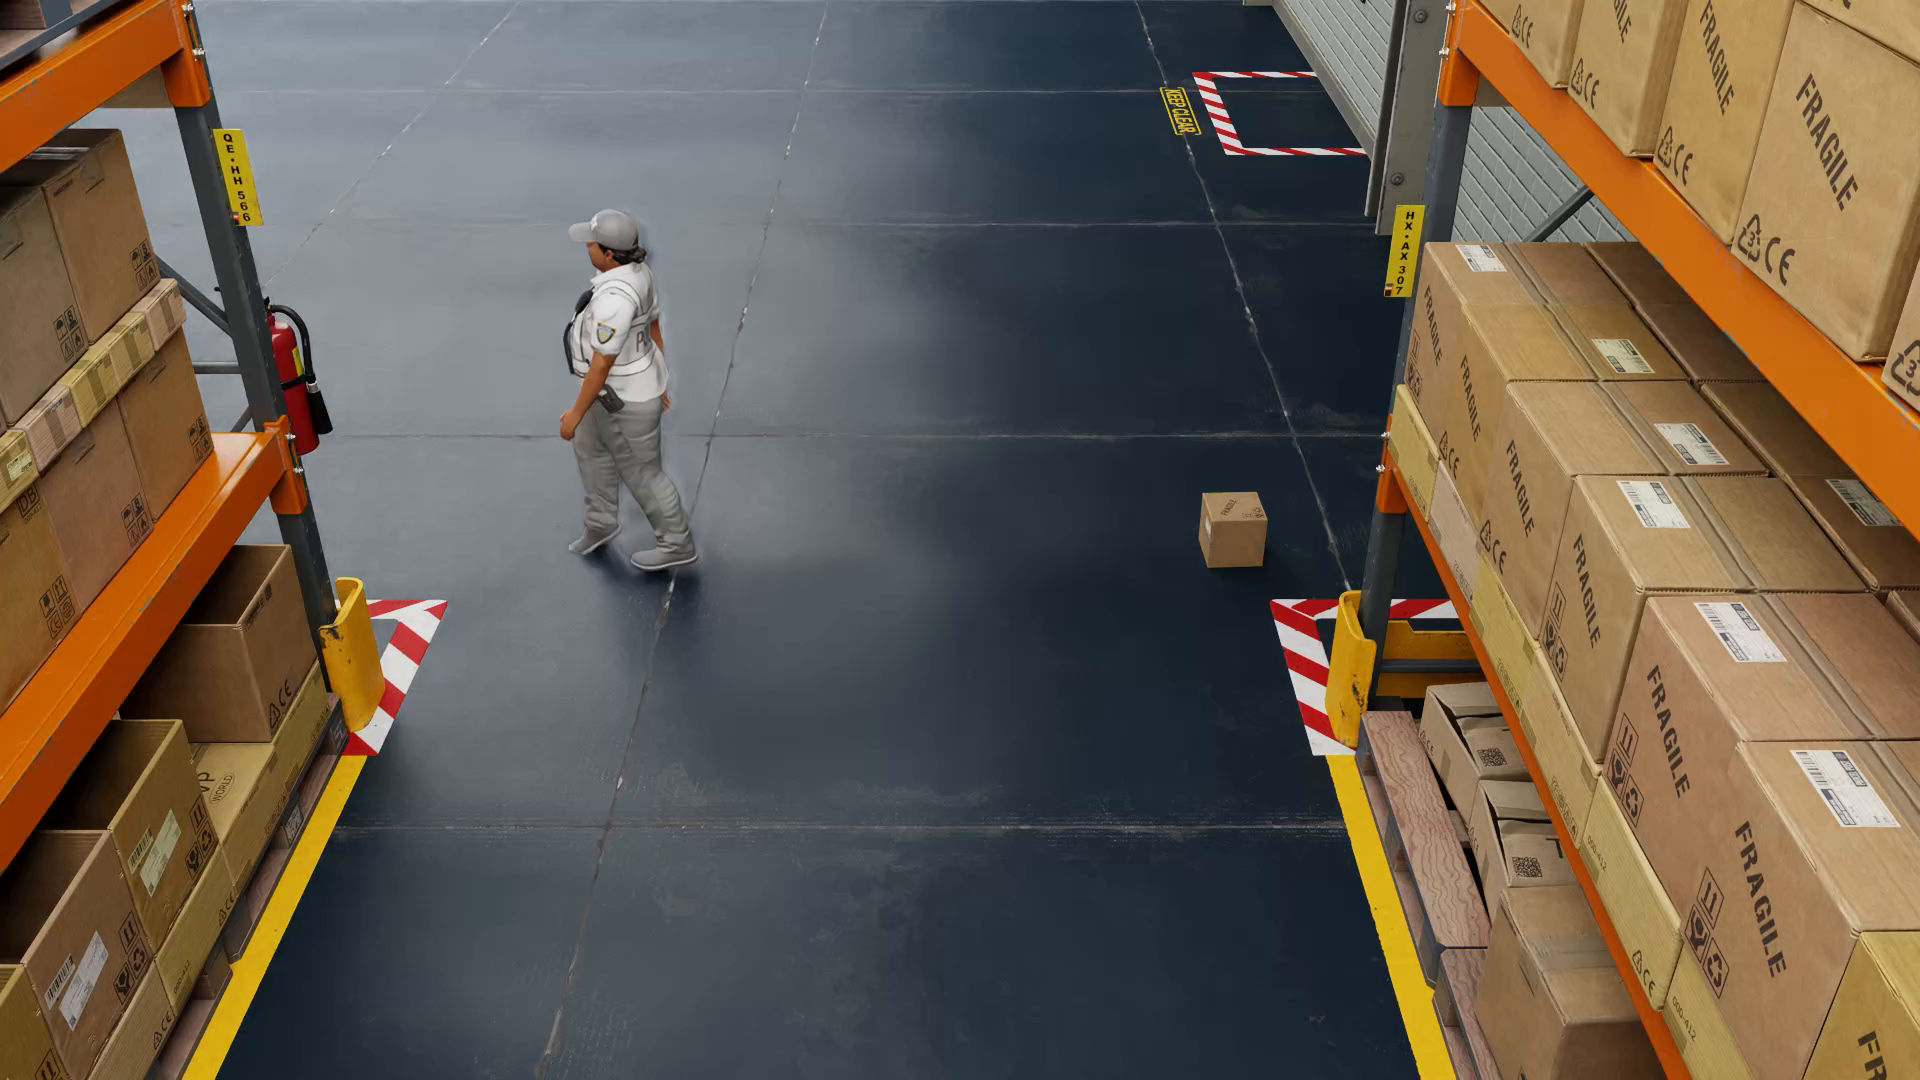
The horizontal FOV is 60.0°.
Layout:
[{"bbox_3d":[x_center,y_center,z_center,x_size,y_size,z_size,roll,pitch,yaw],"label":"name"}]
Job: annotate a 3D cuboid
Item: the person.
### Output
[{"bbox_3d":[-1.494,-0.586,7.113,0.626,1.719,0.479,-1,32,-2],"label":"person"}]
